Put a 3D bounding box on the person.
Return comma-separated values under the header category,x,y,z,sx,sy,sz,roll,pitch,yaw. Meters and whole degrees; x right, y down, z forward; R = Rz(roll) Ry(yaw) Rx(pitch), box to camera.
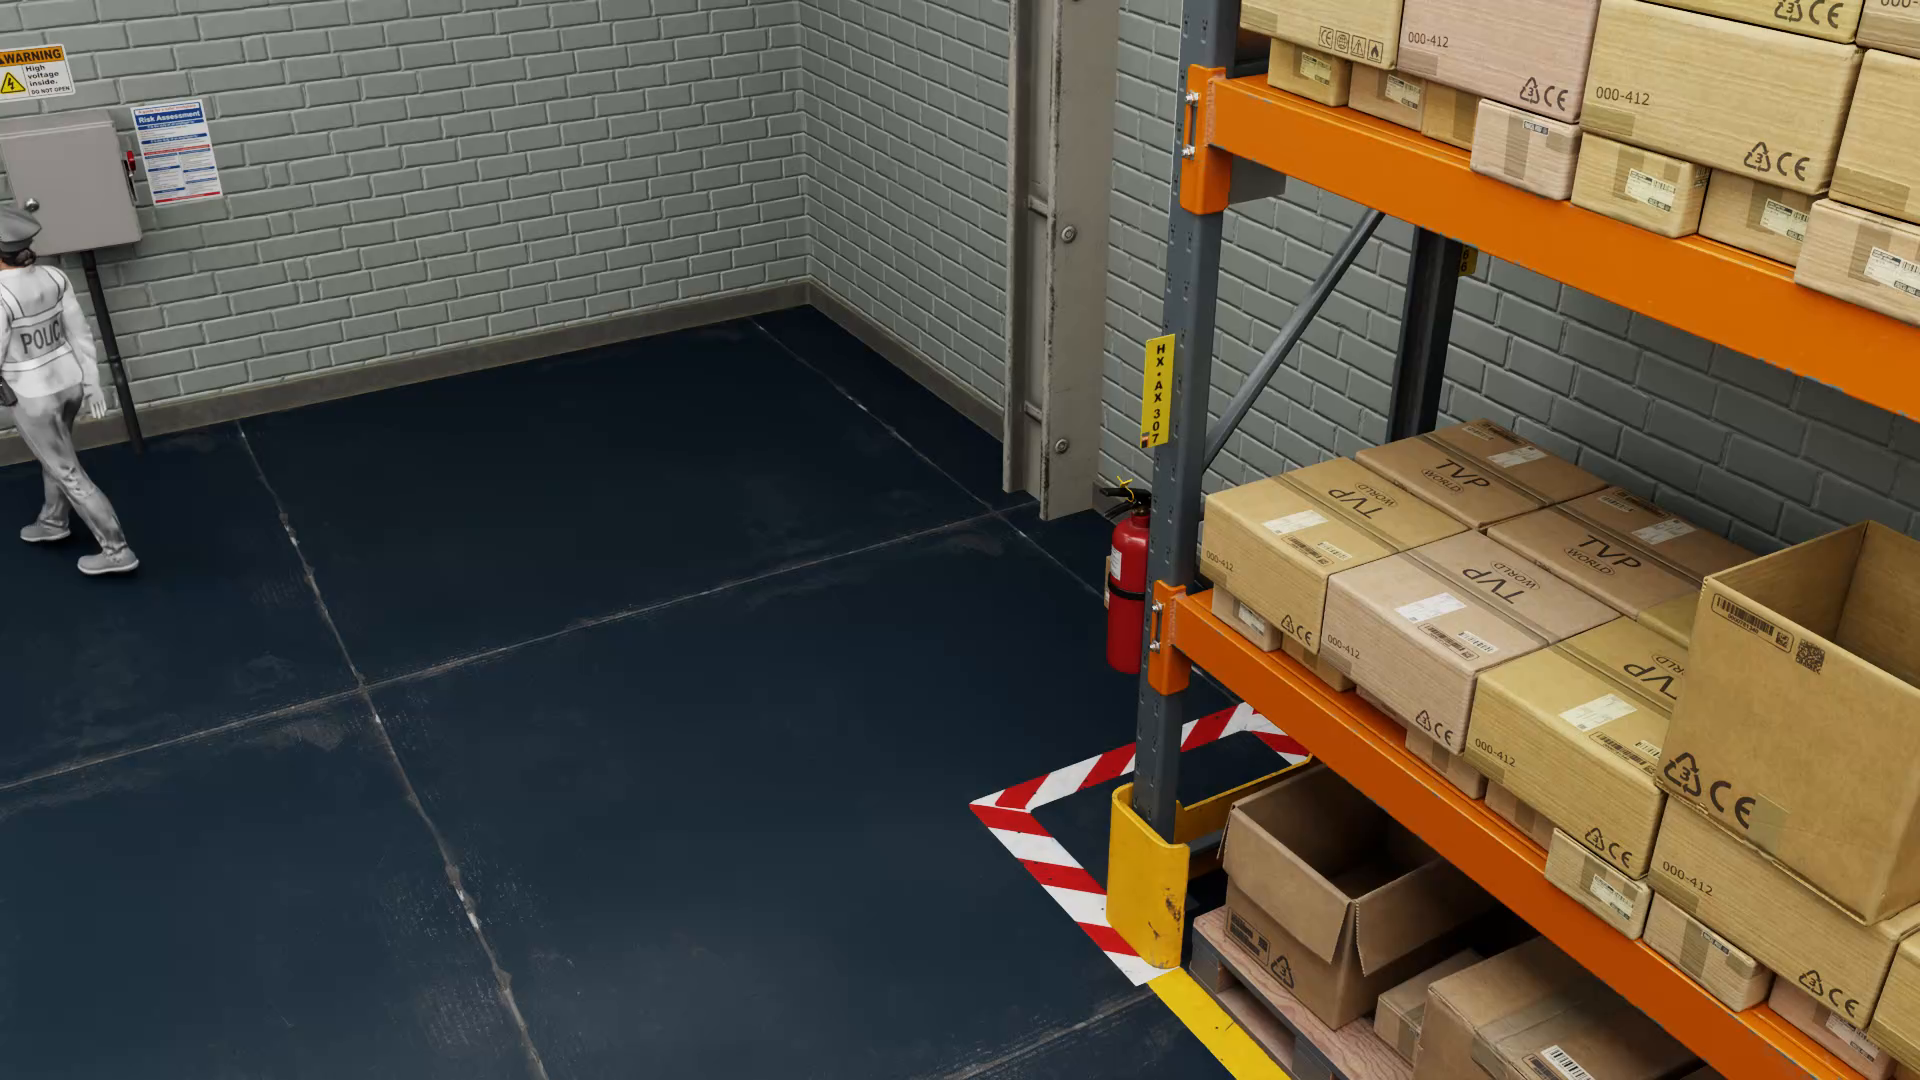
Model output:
category,x,y,z,sx,sy,sz,roll,pitch,yaw
person,-4.074,-0.635,7.204,0.752,1.677,0.494,6,30,10
